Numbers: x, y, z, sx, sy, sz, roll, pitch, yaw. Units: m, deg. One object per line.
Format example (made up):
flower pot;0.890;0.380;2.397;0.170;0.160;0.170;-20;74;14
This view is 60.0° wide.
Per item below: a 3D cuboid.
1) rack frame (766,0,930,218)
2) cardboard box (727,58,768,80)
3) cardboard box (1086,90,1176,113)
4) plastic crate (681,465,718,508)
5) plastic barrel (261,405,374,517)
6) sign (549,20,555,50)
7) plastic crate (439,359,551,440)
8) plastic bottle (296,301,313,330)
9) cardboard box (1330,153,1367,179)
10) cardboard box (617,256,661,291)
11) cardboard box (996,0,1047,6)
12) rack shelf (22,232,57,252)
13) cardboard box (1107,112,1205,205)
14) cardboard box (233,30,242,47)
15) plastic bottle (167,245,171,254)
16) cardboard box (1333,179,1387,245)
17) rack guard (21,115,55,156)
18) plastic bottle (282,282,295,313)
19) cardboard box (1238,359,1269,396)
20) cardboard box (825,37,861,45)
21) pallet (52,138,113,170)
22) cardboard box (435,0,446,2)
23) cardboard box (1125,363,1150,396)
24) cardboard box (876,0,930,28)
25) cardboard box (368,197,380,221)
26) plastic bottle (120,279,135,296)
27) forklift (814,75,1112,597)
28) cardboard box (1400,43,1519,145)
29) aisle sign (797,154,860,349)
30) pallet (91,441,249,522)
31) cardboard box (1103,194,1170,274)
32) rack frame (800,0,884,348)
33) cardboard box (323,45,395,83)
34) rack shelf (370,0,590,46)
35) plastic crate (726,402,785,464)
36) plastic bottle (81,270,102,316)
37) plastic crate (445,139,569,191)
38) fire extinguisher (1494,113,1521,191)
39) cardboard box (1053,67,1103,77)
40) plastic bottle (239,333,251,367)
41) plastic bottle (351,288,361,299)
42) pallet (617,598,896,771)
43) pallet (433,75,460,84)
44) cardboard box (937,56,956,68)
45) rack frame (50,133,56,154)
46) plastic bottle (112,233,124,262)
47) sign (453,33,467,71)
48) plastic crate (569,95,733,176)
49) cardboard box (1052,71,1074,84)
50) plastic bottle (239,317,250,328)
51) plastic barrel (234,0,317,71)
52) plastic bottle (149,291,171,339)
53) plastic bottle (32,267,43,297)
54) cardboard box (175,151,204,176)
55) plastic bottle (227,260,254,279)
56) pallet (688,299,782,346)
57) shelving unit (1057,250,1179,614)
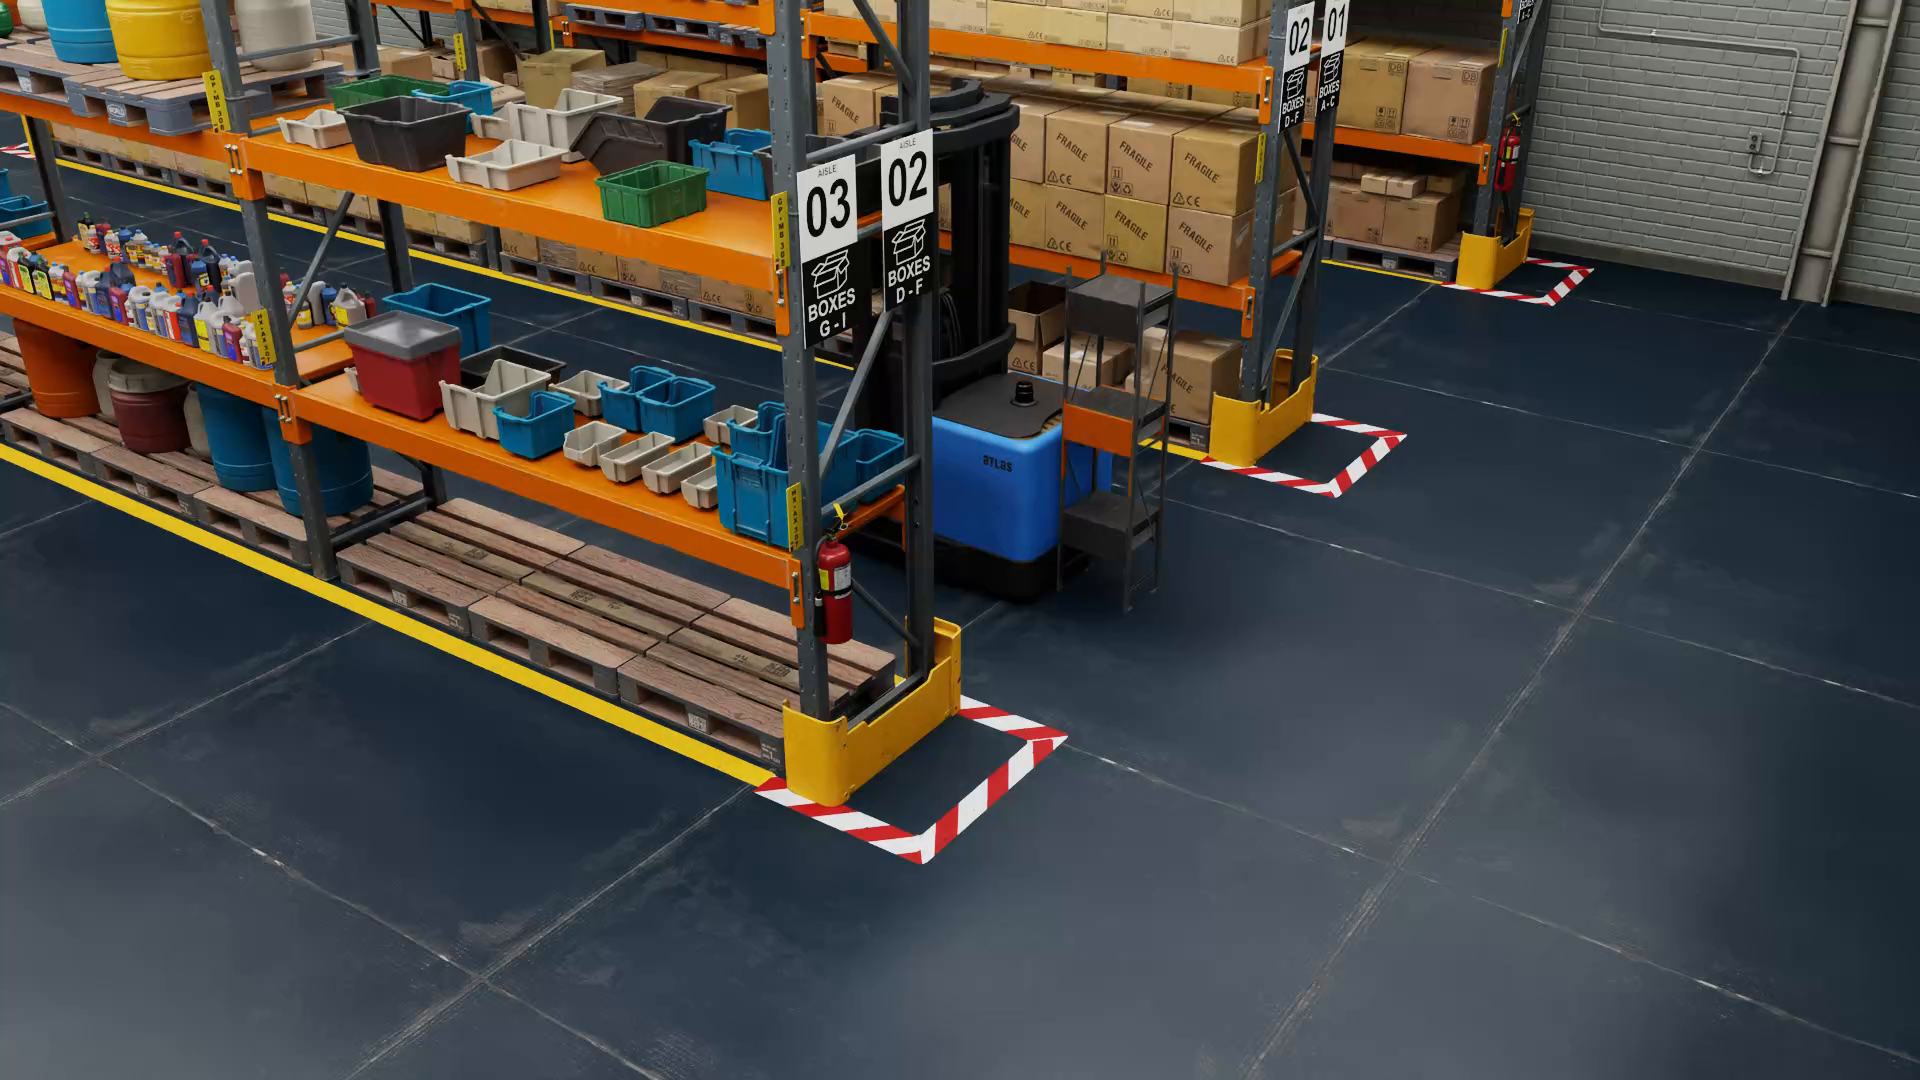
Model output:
rack frame;-0.469;-2.916;6.833;0.127;3.000;1.000;17;32;30
cardboard box;-2.512;-5.752;20.464;0.500;0.250;0.500;18;32;31
cardboard box;1.277;-3.058;12.513;0.500;0.500;0.500;18;32;31
plastic crate;-1.244;-0.294;8.518;0.243;0.136;0.396;17;32;30
plastic barrel;-4.205;-0.668;10.880;0.708;0.901;0.600;17;32;30
sign;-3.957;-4.834;16.026;0.005;0.325;0.100;17;32;30
plastic crate;-2.612;-0.783;9.319;0.530;0.282;0.437;17;32;30
plastic bottle;-4.289;-1.485;10.854;0.097;0.201;0.097;0;27;0
cardboard box;3.888;-3.753;16.669;0.250;0.149;0.380;18;32;31
cardboard box;-2.764;-2.611;15.118;0.500;0.500;0.500;16;31;29
cardboard box;0.532;-4.007;11.897;0.500;0.250;0.500;17;32;30
rack shelf;-8.712;-2.490;13.403;4.000;0.370;1.077;17;32;30
cardboard box;1.399;-2.725;11.858;0.500;0.500;0.500;18;32;32
cardboard box;-7.923;-5.331;18.082;0.500;0.500;0.700;16;31;29
plastic bottle;-5.547;-2.007;11.789;0.133;0.283;0.061;17;32;30
cardboard box;4.094;-3.290;16.475;0.500;0.500;0.700;17;32;30
rack guard;-10.870;-5.094;20.483;0.348;0.500;1.175;17;32;30
plastic bottle;-4.474;-1.627;11.132;0.097;0.201;0.097;0;27;0
cardboard box;2.188;-1.255;12.841;0.250;0.149;0.380;17;32;30
cardboard box;-1.199;-5.966;18.981;0.500;0.500;0.500;18;32;32
pallet;-10.196;-4.779;20.181;1.213;0.211;1.003;17;32;30
cardboard box;-6.974;-7.492;22.582;0.500;0.250;0.500;17;31;30
cardboard box;1.468;-1.212;12.737;0.250;0.166;0.380;17;32;30
cardboard box;-0.288;-4.043;12.520;0.500;0.250;0.500;17;32;30
cardboard box;-5.668;-3.415;16.995;0.500;0.250;0.500;18;32;31
plastic bottle;-5.480;-1.587;10.977;0.097;0.271;0.097;0;27;0
forklift;-0.499;-1.475;10.691;3.031;2.935;1.130;19;32;32
cardboard box;4.714;-4.207;15.654;0.700;0.700;0.980;19;33;33
aisle sign;-0.576;-1.273;7.352;0.004;0.787;0.394;17;32;30
pallet;-5.389;-0.554;11.879;1.213;0.211;1.003;17;32;30
cardboard box;1.385;-2.283;12.093;0.500;0.500;0.500;18;32;31
rack frame;-0.959;-3.121;13.849;0.127;3.000;1.000;17;32;30
cardboard box;-6.082;-4.752;16.945;0.500;0.500;0.500;17;32;30
rack shelf;-6.400;-7.221;22.699;4.000;0.370;1.077;17;32;30
plastic crate;-1.029;-0.550;8.917;0.300;0.233;0.416;17;32;30
plastic bottle;-5.747;-1.654;11.103;0.135;0.276;0.152;17;32;30
plastic crate;-2.313;-1.900;8.433;0.530;0.136;0.437;17;32;30
fire extinguisher;5.003;-3.535;15.159;0.183;0.674;0.296;17;32;30
cardboard box;1.319;-5.184;17.443;0.500;0.500;0.500;17;31;30
plastic bottle;-4.385;-1.181;10.257;0.097;0.201;0.097;0;27;0
plastic bottle;-3.937;-1.506;10.804;0.133;0.283;0.061;17;32;30
pallet;-1.127;0.774;9.271;1.213;0.211;1.003;17;32;30
pallet;-7.337;-6.571;23.703;1.213;0.211;1.003;17;32;30
cardboard box;-0.044;-5.337;18.458;0.250;0.149;0.380;18;32;31
rack frame;-10.850;-6.202;19.904;0.127;3.000;1.000;17;32;30
plastic bottle;-6.133;-2.143;12.147;0.097;0.201;0.097;0;27;0
sign;-4.568;-4.456;15.195;0.005;0.325;0.100;17;32;30
plastic crate;-1.573;-2.047;8.500;0.767;0.338;0.504;17;32;30
cardboard box;1.182;-4.908;17.615;0.250;0.149;0.380;18;32;31
plastic bottle;-4.520;-1.307;10.504;0.097;0.201;0.097;0;27;0
plastic barrel;-4.058;-3.083;9.855;0.433;0.535;0.433;0;27;0
plastic bottle;-5.102;-1.453;10.708;0.135;0.276;0.152;17;32;30
plastic bottle;-6.319;-1.783;11.440;0.097;0.201;0.097;0;27;0
cardboard box;-8.466;-4.306;18.747;0.500;0.250;0.500;17;32;30
plastic bottle;-4.887;-1.773;11.338;0.135;0.276;0.152;17;32;30
pallet;-1.651;-2.073;14.864;1.213;0.211;1.003;17;32;30
shelving unit;0.926;-0.624;9.935;0.503;2.100;0.431;19;32;32
